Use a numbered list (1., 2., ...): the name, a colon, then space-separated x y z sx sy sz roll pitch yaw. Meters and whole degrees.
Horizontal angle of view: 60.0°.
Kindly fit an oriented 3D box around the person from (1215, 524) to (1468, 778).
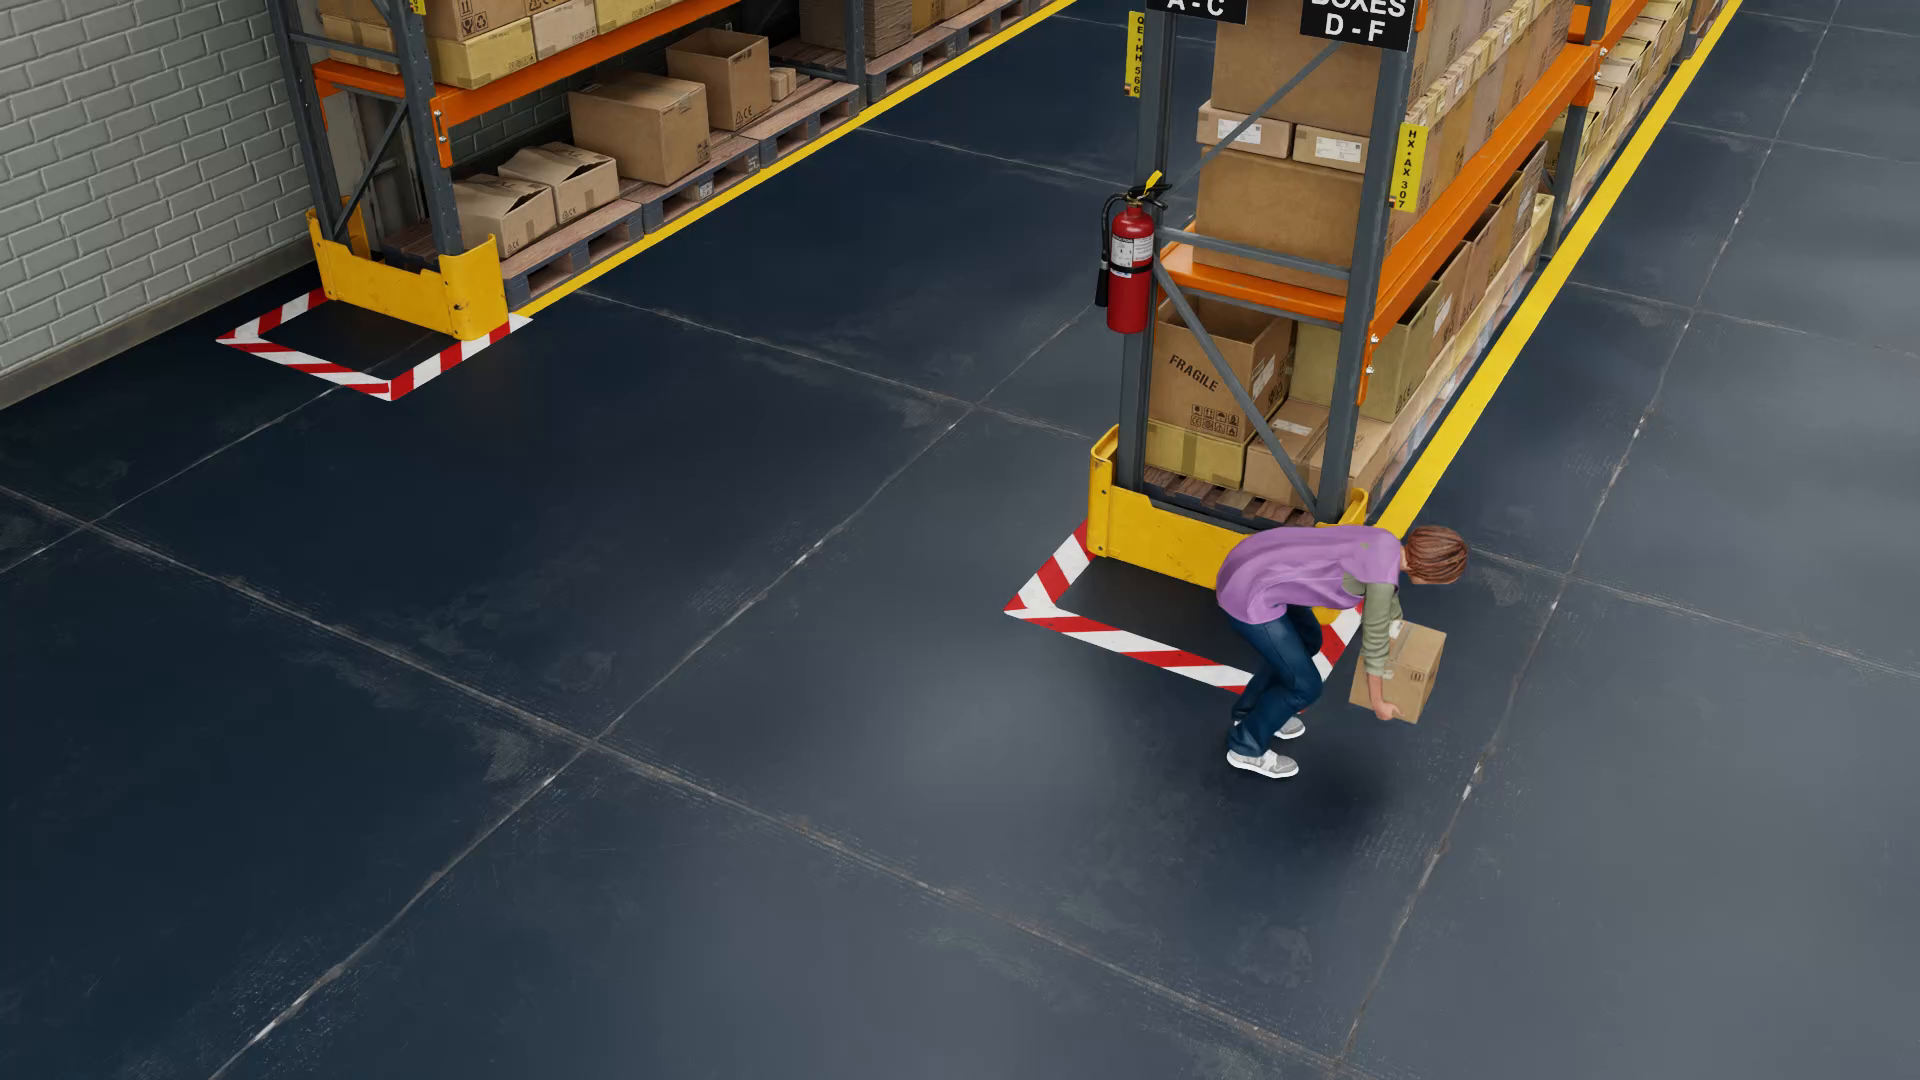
1. person: 1.339 0.383 6.061 0.850 1.073 0.408 6 35 8
